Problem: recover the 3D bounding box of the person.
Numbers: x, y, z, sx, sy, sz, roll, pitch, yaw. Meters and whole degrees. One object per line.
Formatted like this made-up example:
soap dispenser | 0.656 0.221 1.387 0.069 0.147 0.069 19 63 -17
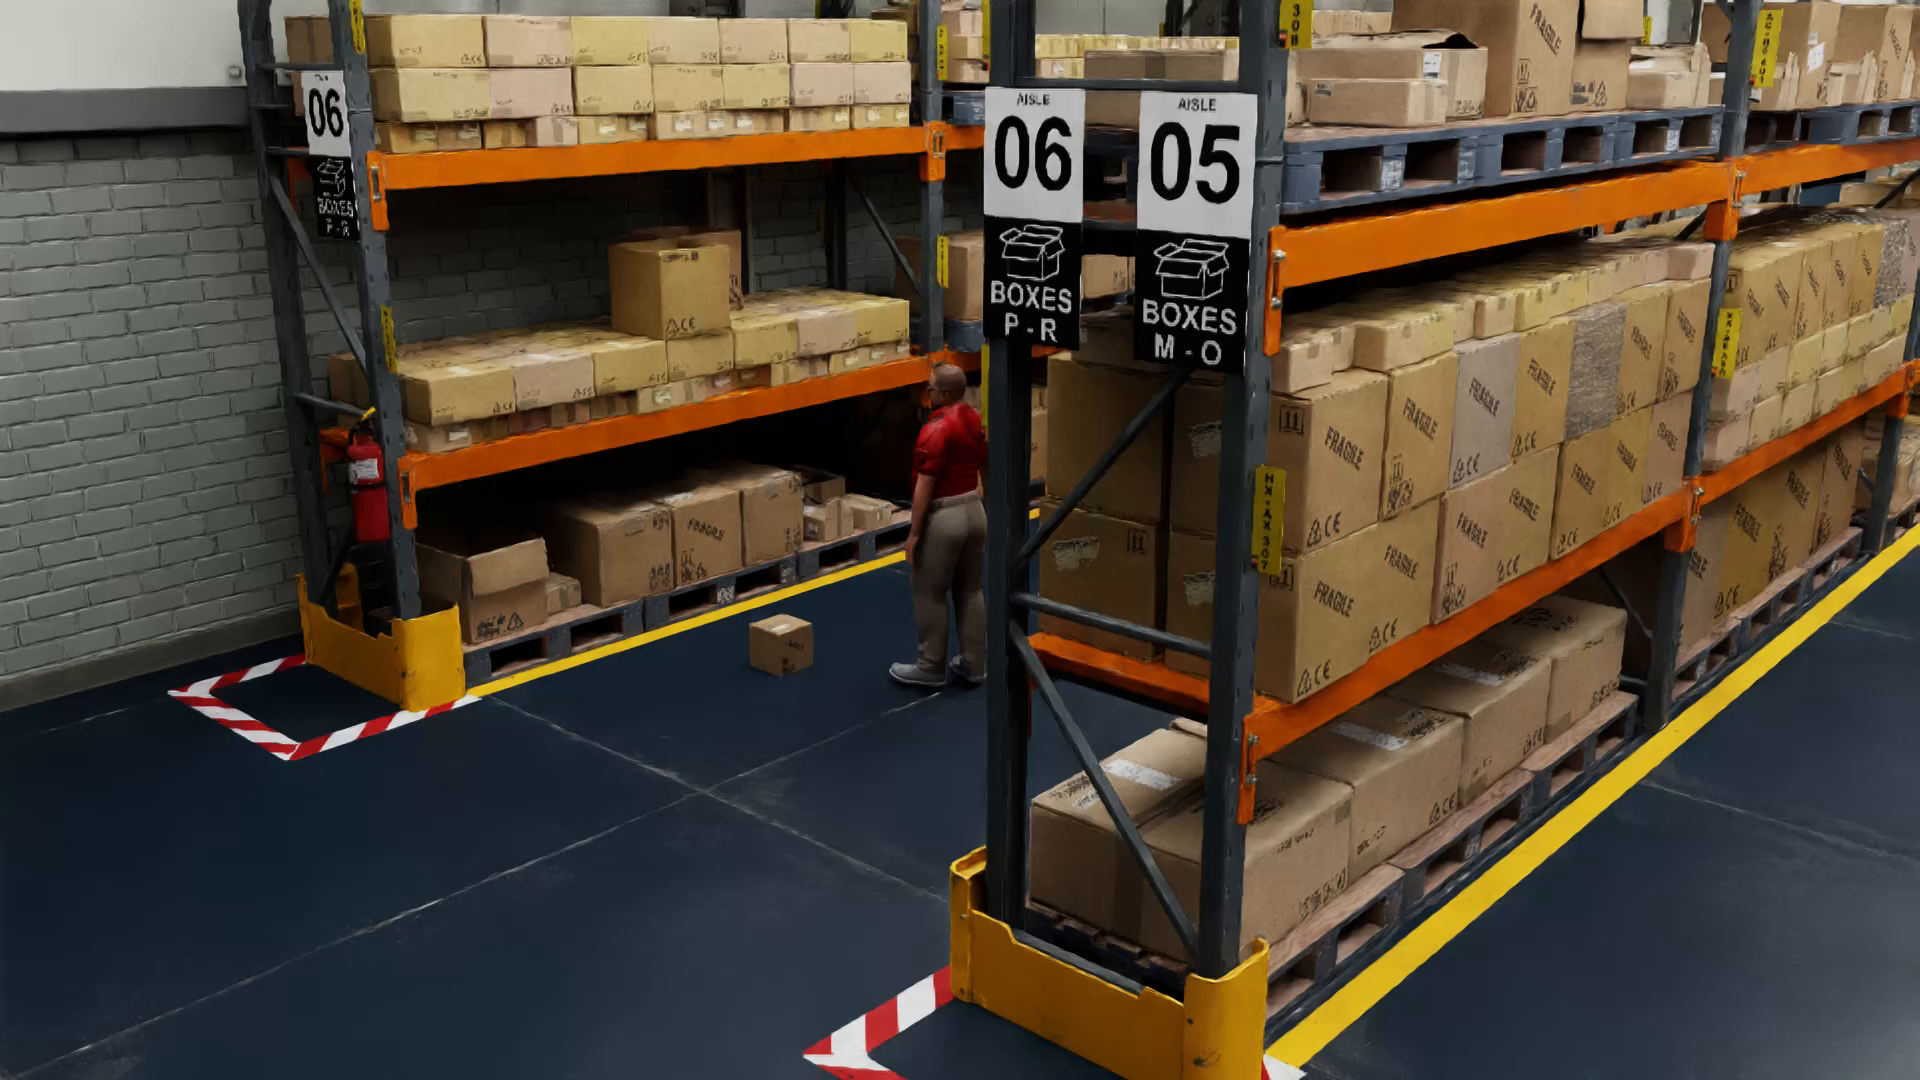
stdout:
person | -0.084 -0.080 8.770 0.449 1.730 0.640 14 22 38
